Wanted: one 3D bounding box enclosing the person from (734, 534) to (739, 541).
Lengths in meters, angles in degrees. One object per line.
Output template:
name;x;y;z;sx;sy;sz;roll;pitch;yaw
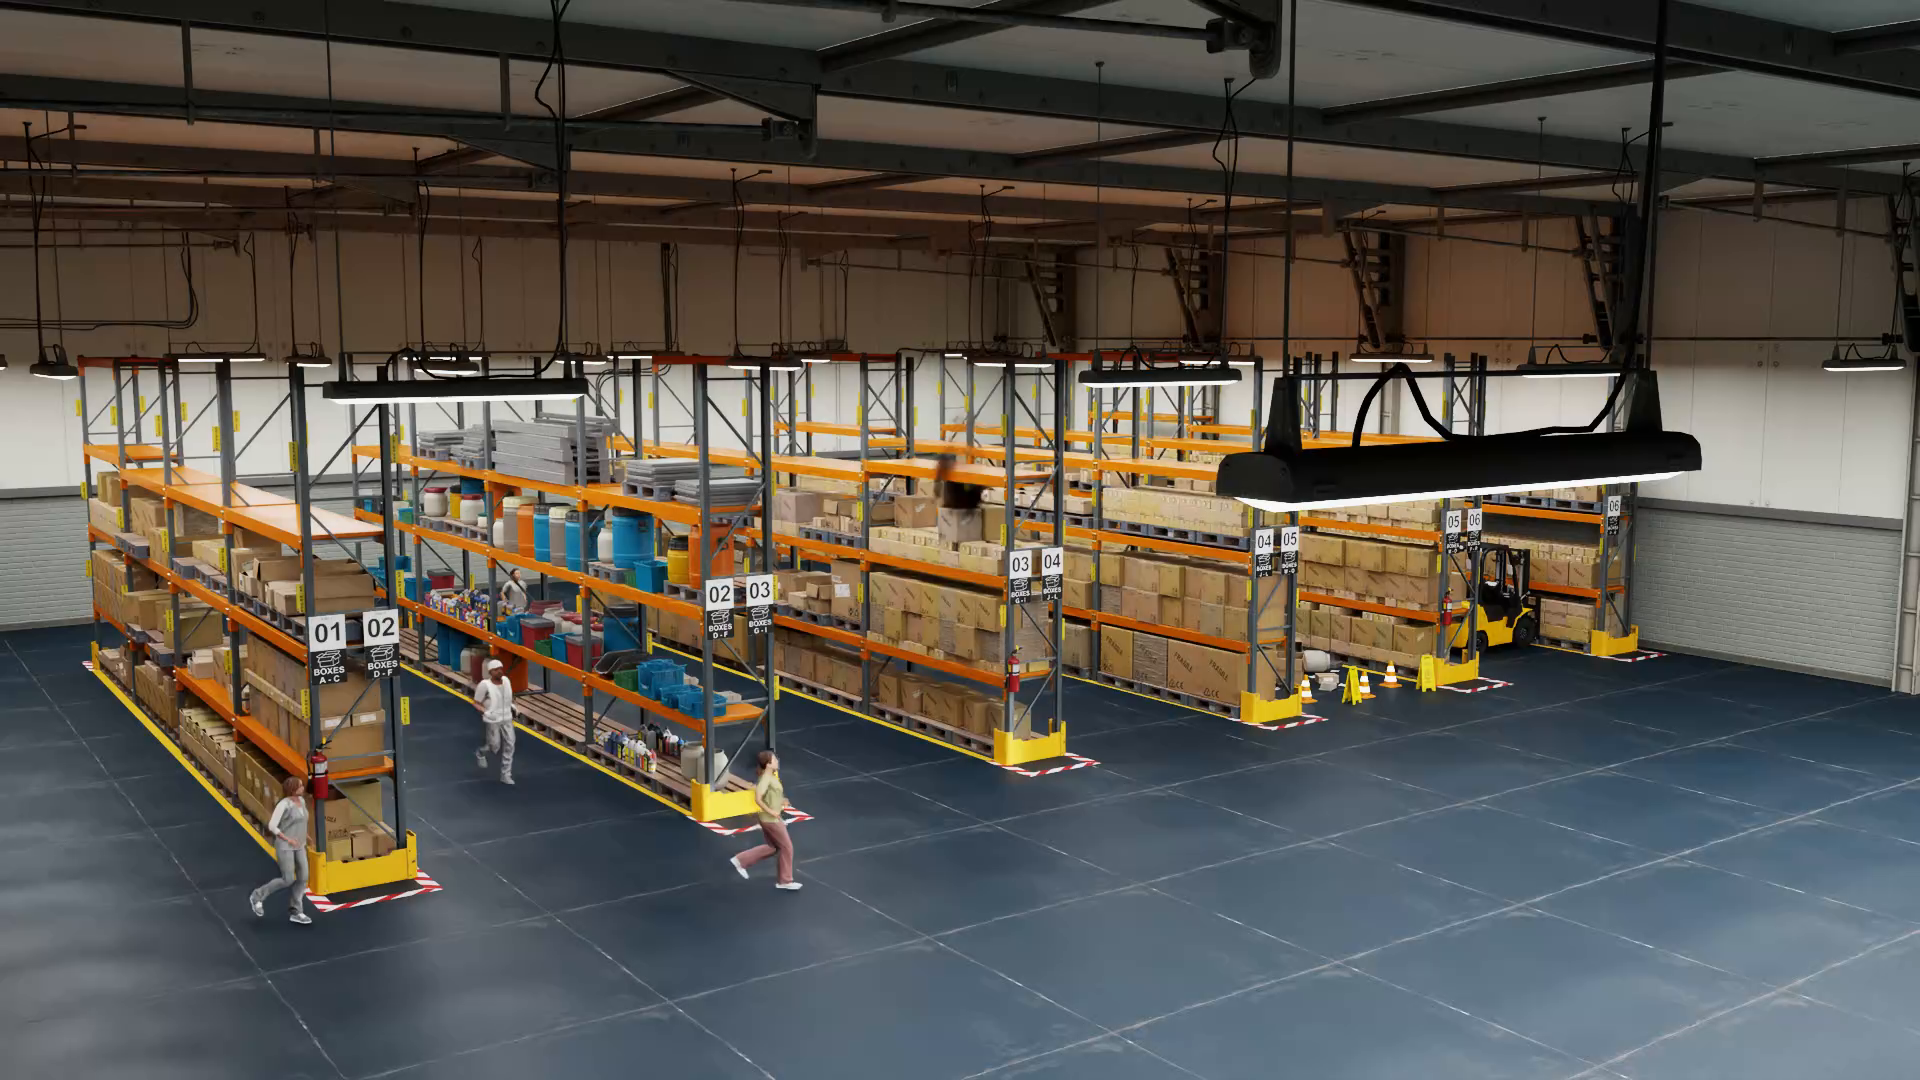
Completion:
person;-5.522;0.679;39.672;0.727;1.705;0.812;1;7;10

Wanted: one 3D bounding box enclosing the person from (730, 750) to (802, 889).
person;-2.197;3.181;19.050;0.748;1.576;0.579;-2;7;-14

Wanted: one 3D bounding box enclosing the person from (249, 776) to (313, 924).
person;-7.343;3.364;18.194;0.699;1.564;0.609;1;7;12

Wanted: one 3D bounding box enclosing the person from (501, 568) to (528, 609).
person;-9.054;1.395;34.020;0.545;1.643;0.514;-6;9;-43

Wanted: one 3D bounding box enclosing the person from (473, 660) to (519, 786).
person;-6.645;2.588;23.830;0.841;1.780;0.694;7;9;43
